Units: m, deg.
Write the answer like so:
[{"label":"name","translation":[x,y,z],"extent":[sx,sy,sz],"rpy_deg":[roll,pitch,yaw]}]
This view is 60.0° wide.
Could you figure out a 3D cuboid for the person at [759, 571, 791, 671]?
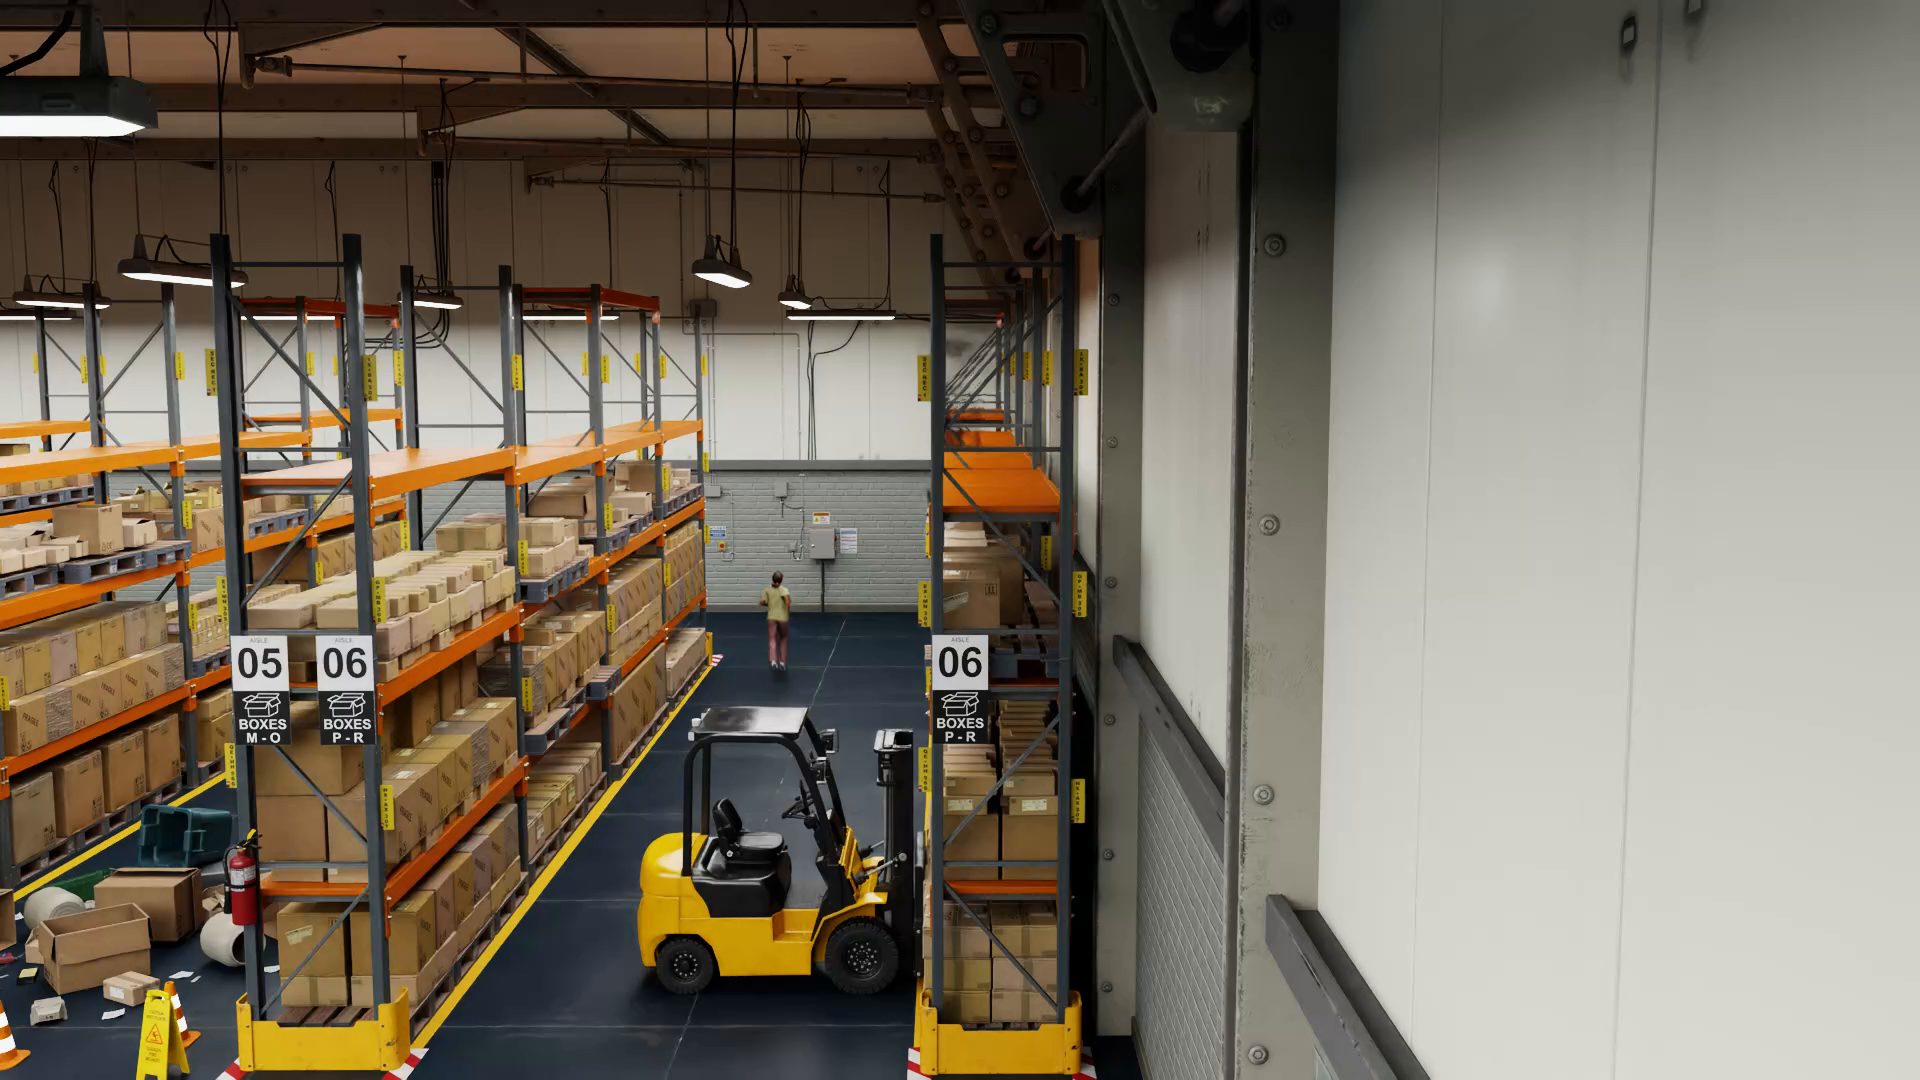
[{"label":"person","translation":[-2.997,1.381,27.014],"extent":[0.532,1.697,1.007],"rpy_deg":[0,6,-2]}]
